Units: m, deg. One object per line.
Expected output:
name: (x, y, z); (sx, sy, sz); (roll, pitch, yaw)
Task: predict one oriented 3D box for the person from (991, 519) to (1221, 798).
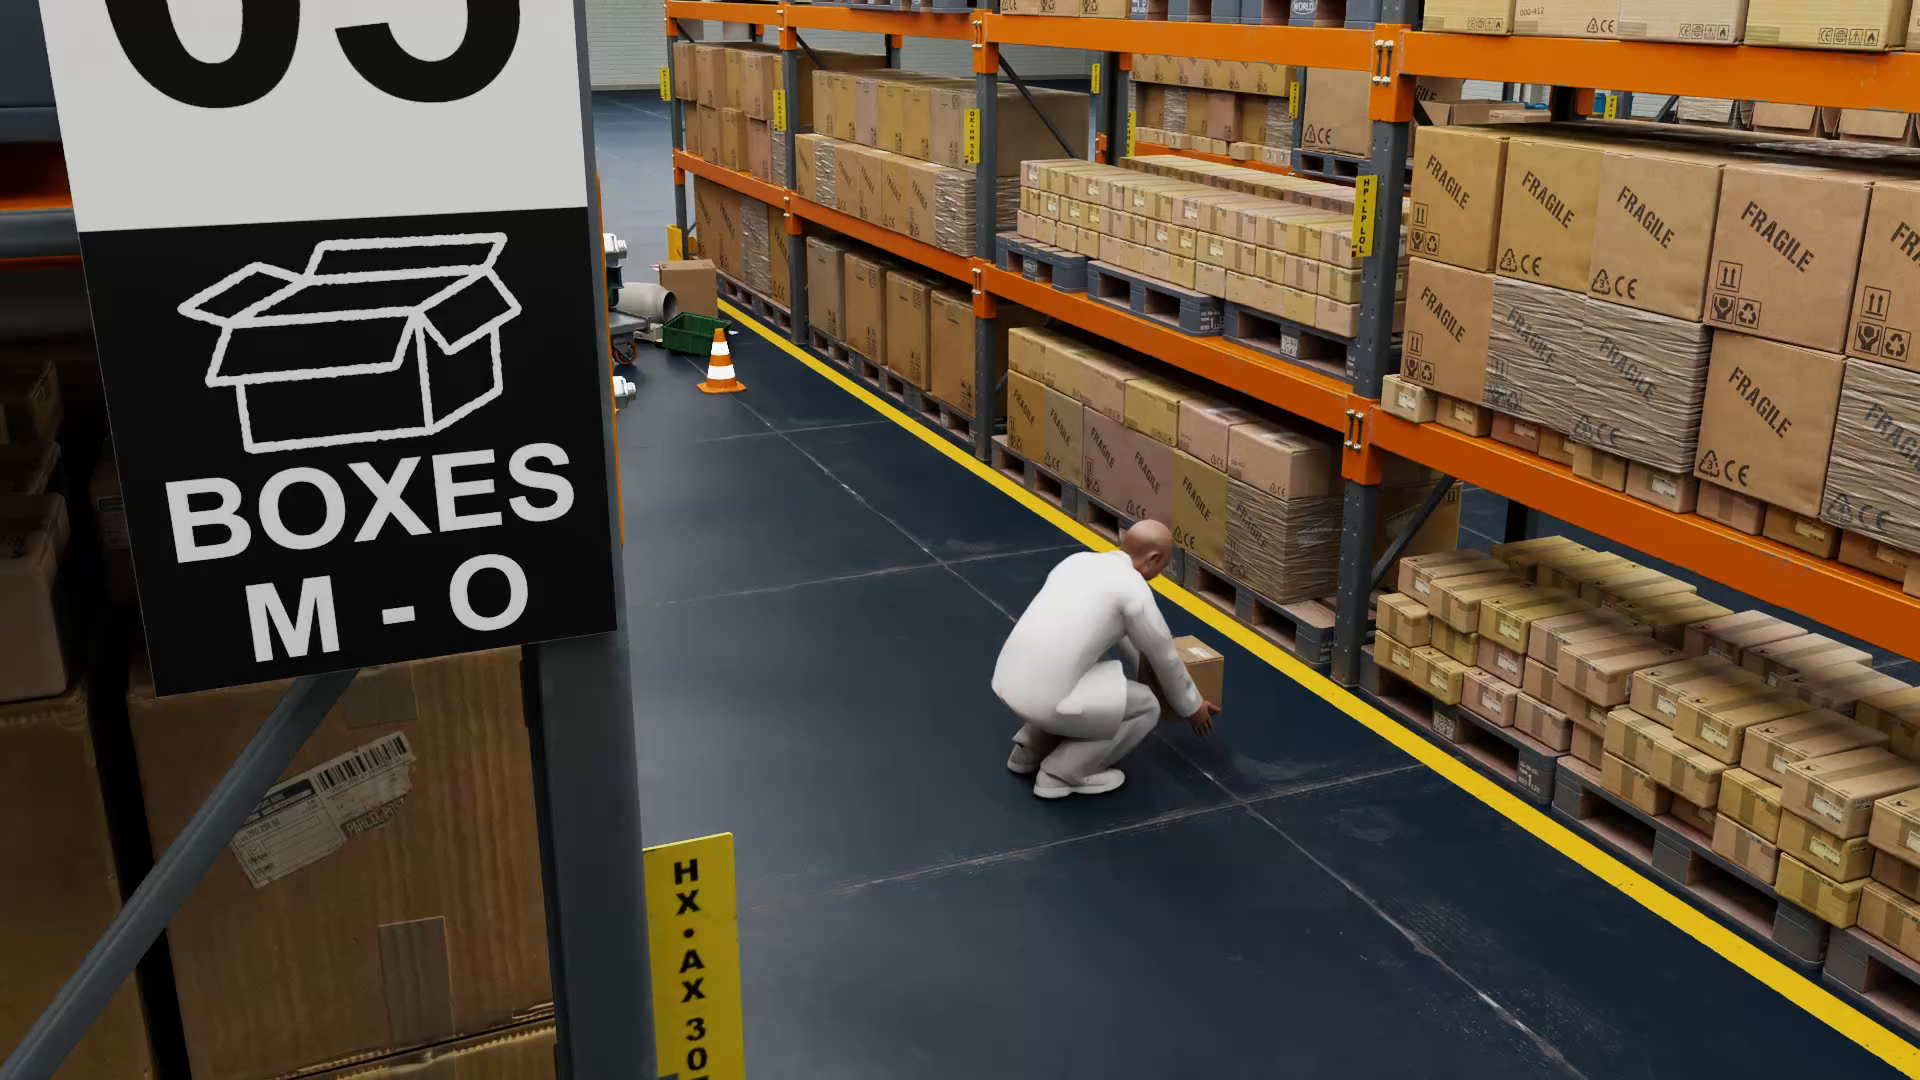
person: (0.561, 0.450, 6.502); (0.922, 0.985, 0.589); (-8, 20, -23)
